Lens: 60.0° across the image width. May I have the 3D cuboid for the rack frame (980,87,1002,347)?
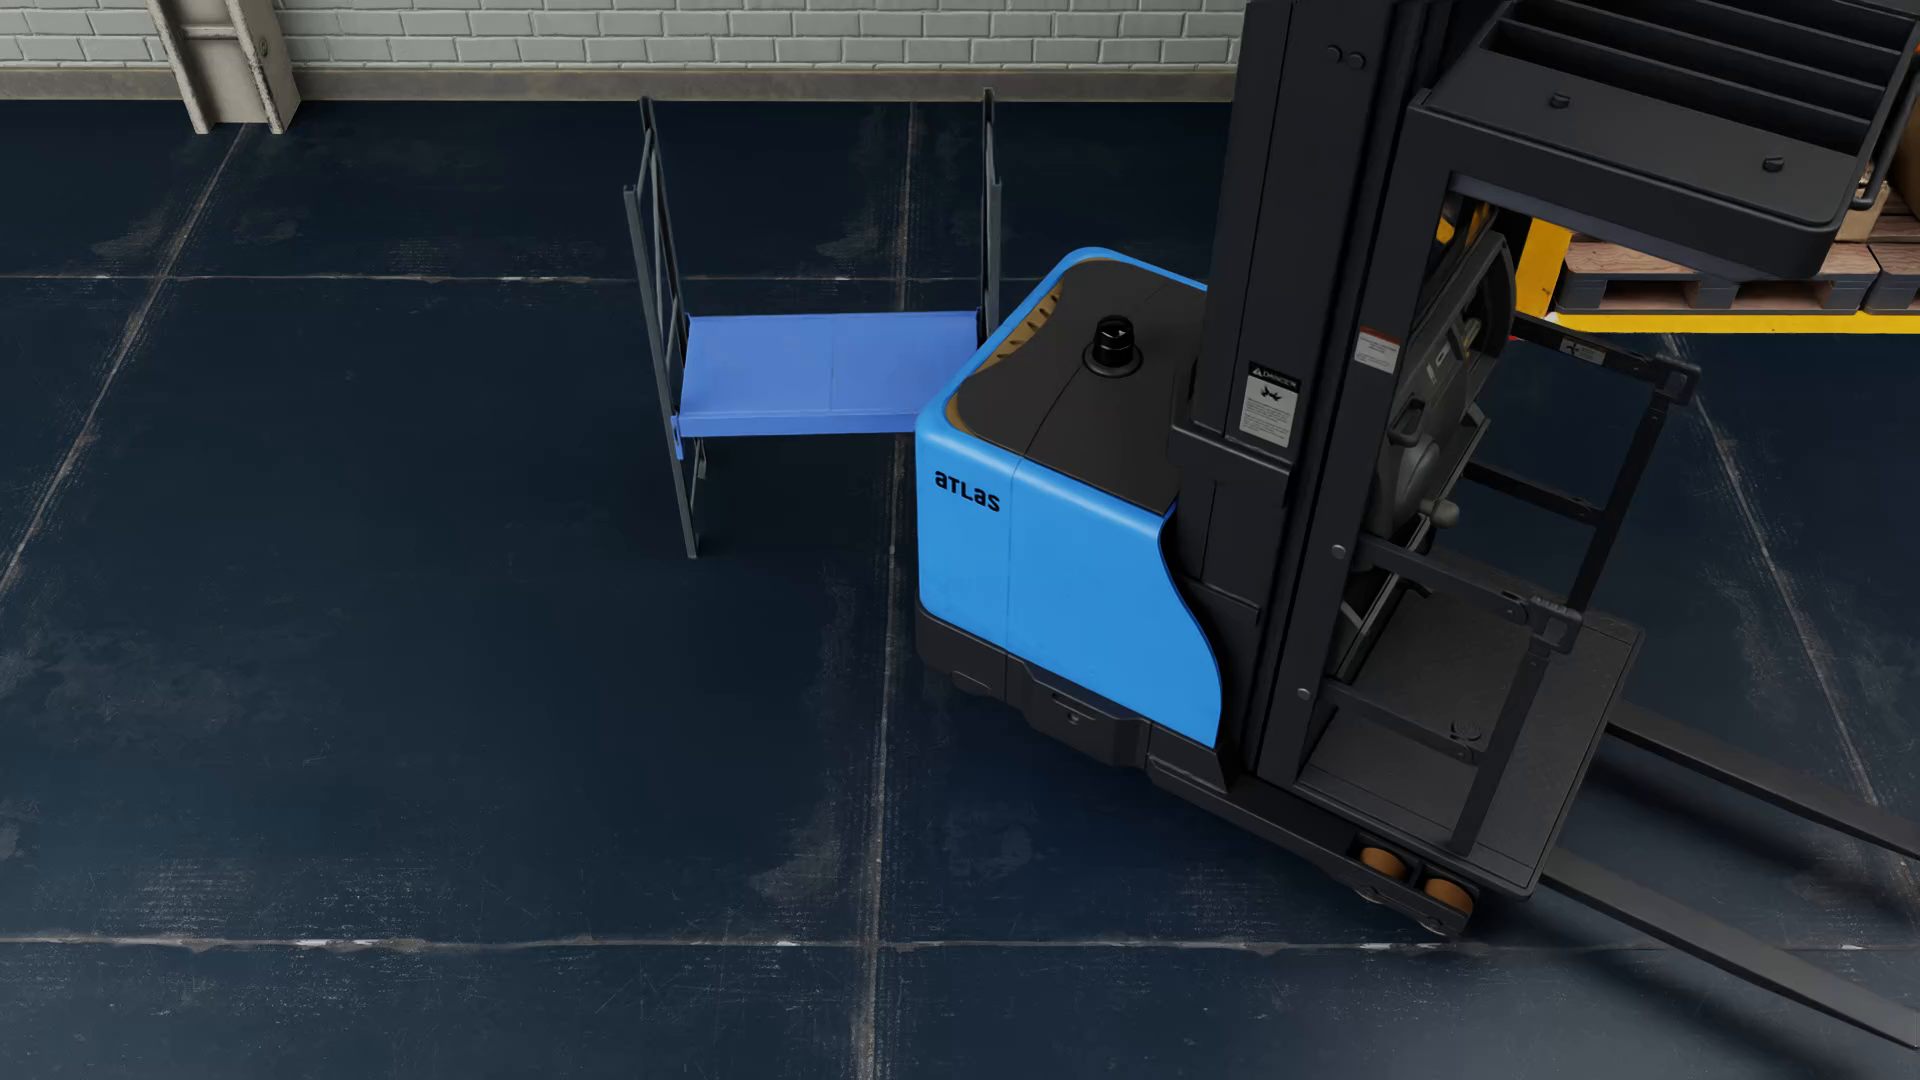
[{"bbox_3d":[0.093,-0.655,5.335,0.032,1.500,0.500,-1,47,-1],"label":"rack frame"}]

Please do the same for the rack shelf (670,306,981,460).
[{"bbox_3d":[-0.416,-0.520,5.455,1.000,0.185,0.538,-1,47,-1],"label":"rack shelf"}]

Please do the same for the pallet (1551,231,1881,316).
[{"bbox_3d":[2.962,-1.328,6.842,1.213,0.211,1.003,0,47,0],"label":"pallet"}]

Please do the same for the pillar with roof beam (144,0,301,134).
[{"bbox_3d":[-3.239,-1.847,1.321,0.400,9.000,9.100,0,47,0],"label":"pillar with roof beam"}]

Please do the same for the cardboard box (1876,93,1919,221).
[{"bbox_3d":[4.068,-1.497,6.501,0.500,0.500,0.700,-3,47,-2],"label":"cardboard box"}]

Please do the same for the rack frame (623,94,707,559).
[{"bbox_3d":[-0.924,-0.630,5.312,0.032,1.500,0.500,-1,47,-1],"label":"rack frame"}]

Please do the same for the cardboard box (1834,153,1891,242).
[{"bbox_3d":[3.335,-1.471,6.606,0.500,0.311,0.500,4,47,3],"label":"cardboard box"}]

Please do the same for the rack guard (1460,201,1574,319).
[{"bbox_3d":[2.149,-1.455,6.762,0.348,0.500,1.175,0,47,0],"label":"rack guard"}]

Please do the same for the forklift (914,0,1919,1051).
[{"bbox_3d":[1.382,-0.331,4.056,3.031,2.935,1.130,24,52,21],"label":"forklift"}]

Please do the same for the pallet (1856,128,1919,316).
[{"bbox_3d":[4.178,-1.323,6.837,1.213,0.211,1.003,0,47,0],"label":"pallet"}]

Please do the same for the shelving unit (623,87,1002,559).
[{"bbox_3d":[-0.416,-0.643,5.324,1.048,1.500,0.538,-1,47,-1],"label":"shelving unit"}]

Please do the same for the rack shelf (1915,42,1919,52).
[{"bbox_3d":[4.073,-2.056,6.106,4.000,0.370,1.077,0,47,0],"label":"rack shelf"}]

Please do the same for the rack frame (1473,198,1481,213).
[{"bbox_3d":[2.073,-2.306,5.848,0.127,3.000,1.000,0,47,0],"label":"rack frame"}]
